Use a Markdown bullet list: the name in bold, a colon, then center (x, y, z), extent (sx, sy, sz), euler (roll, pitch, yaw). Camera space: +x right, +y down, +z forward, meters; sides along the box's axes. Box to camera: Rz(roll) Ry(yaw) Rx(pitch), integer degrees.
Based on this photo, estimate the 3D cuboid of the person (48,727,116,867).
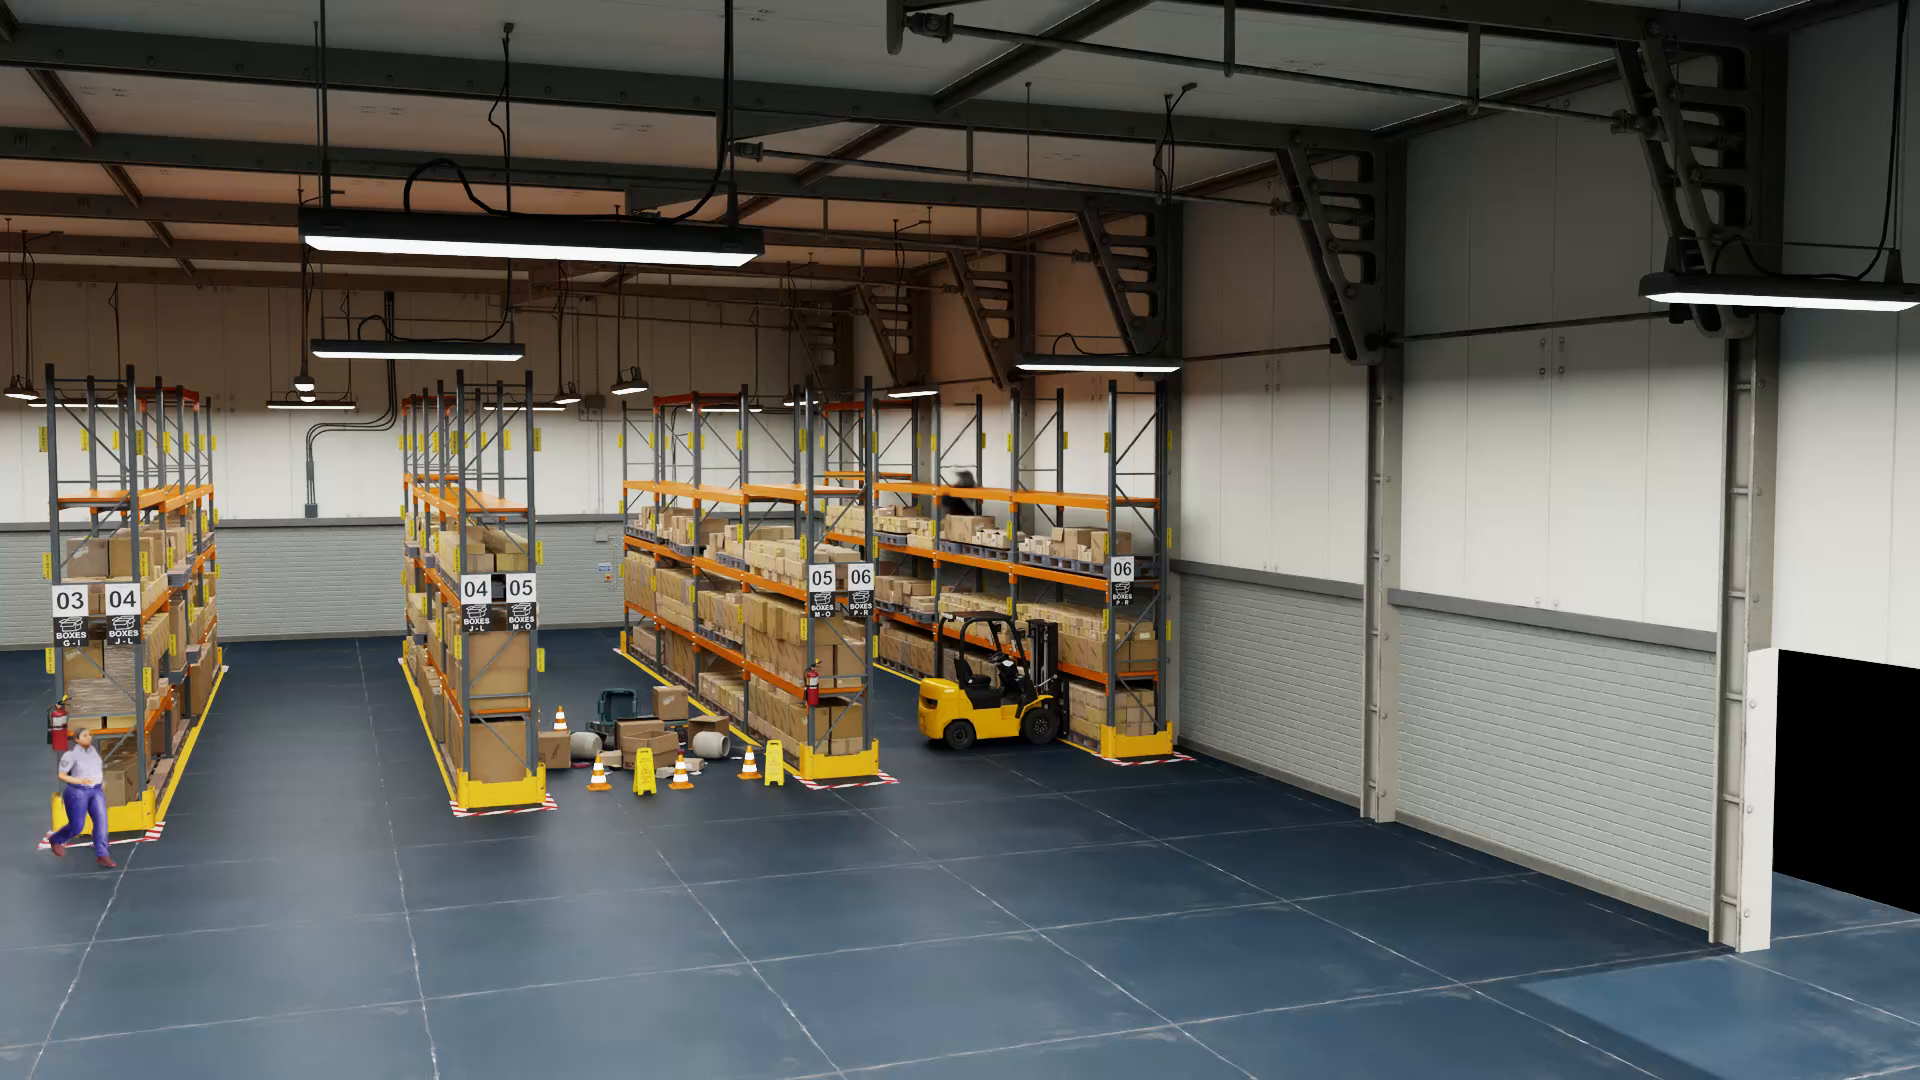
- **person**: center (-10.374, 3.033, 19.672), extent (0.909, 1.651, 0.614), euler (1, 4, 21)
